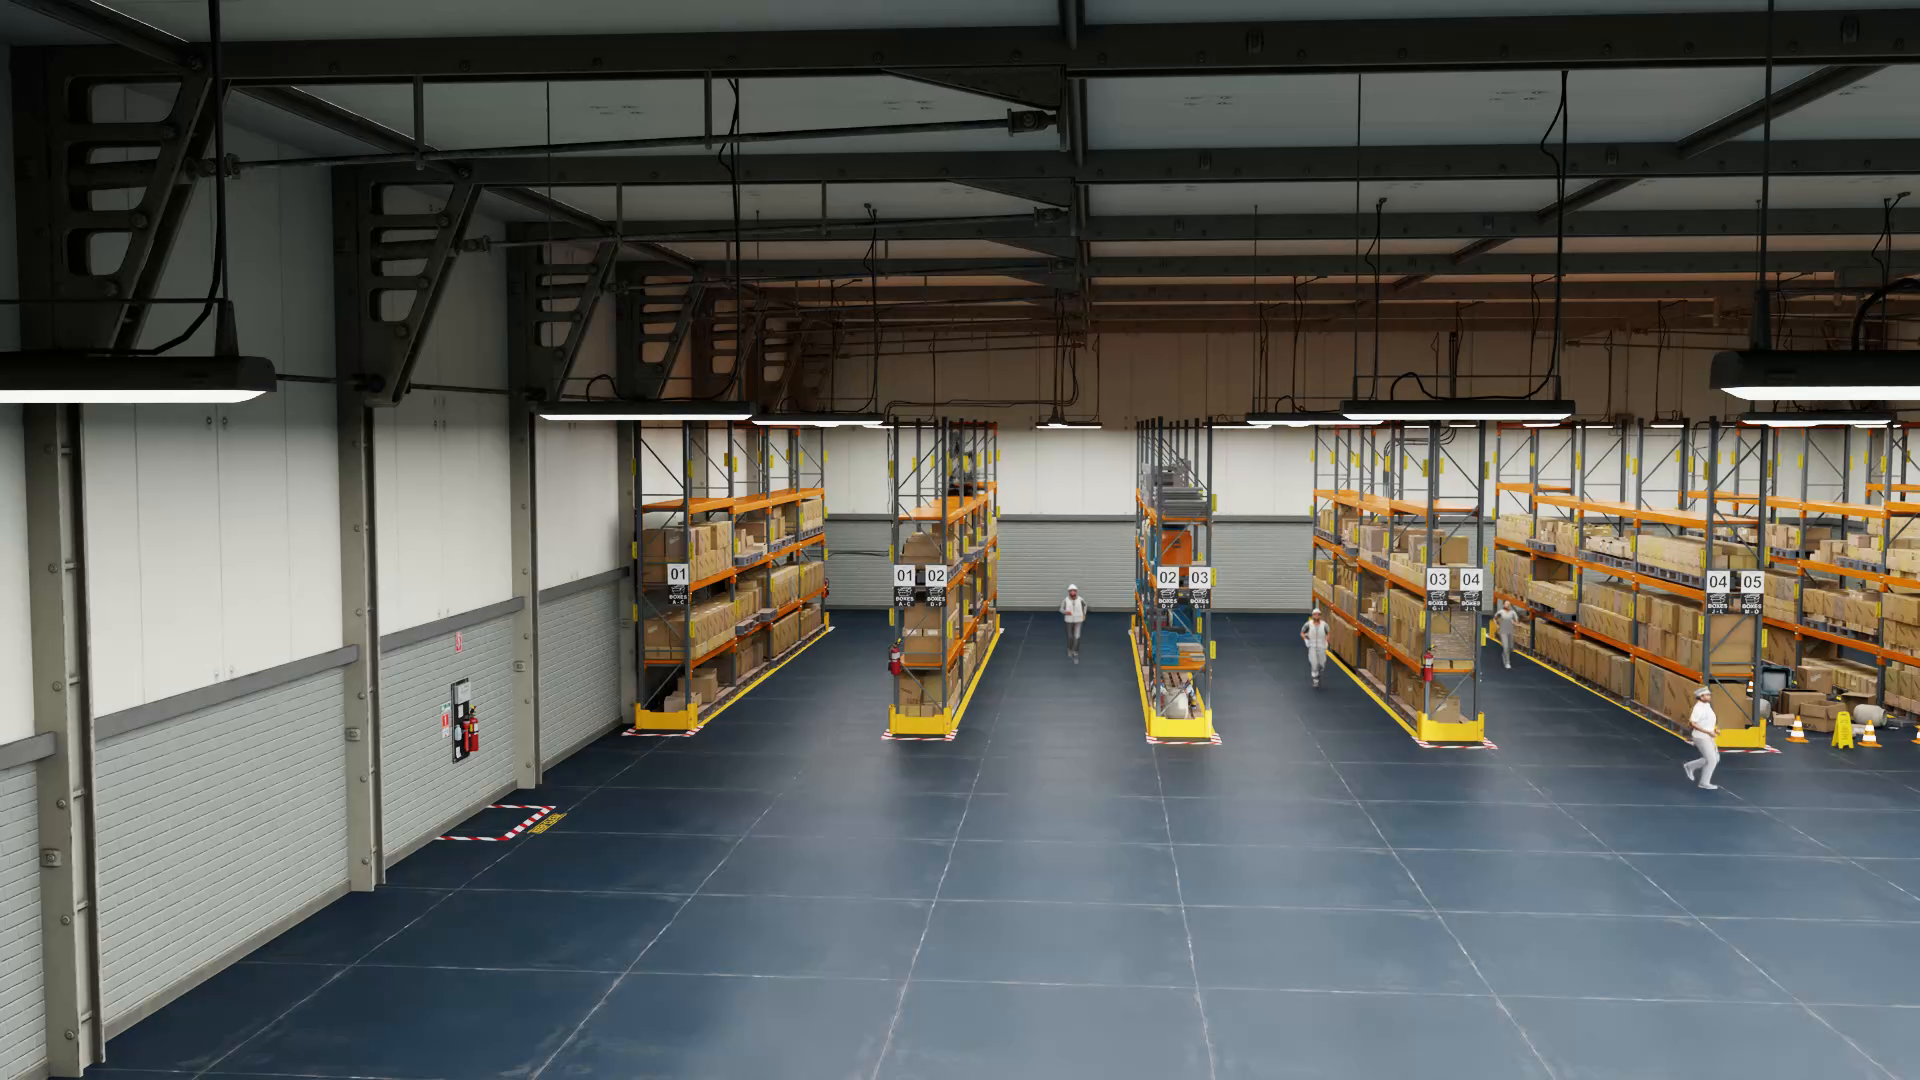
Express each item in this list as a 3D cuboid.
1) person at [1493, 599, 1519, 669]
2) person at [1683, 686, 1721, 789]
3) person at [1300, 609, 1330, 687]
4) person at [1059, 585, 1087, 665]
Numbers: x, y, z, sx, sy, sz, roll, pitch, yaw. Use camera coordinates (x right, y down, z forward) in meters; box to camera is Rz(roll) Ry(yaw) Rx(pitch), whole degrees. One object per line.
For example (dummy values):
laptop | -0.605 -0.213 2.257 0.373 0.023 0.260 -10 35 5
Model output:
person | 13.224 2.252 40.254 0.573 1.645 0.939 0 4 3
person | 11.891 3.152 26.676 0.586 1.649 0.574 3 5 42
person | 7.986 2.408 37.371 0.666 1.751 0.596 0 4 7
person | 2.696 2.003 39.574 0.658 1.893 0.718 0 4 5
